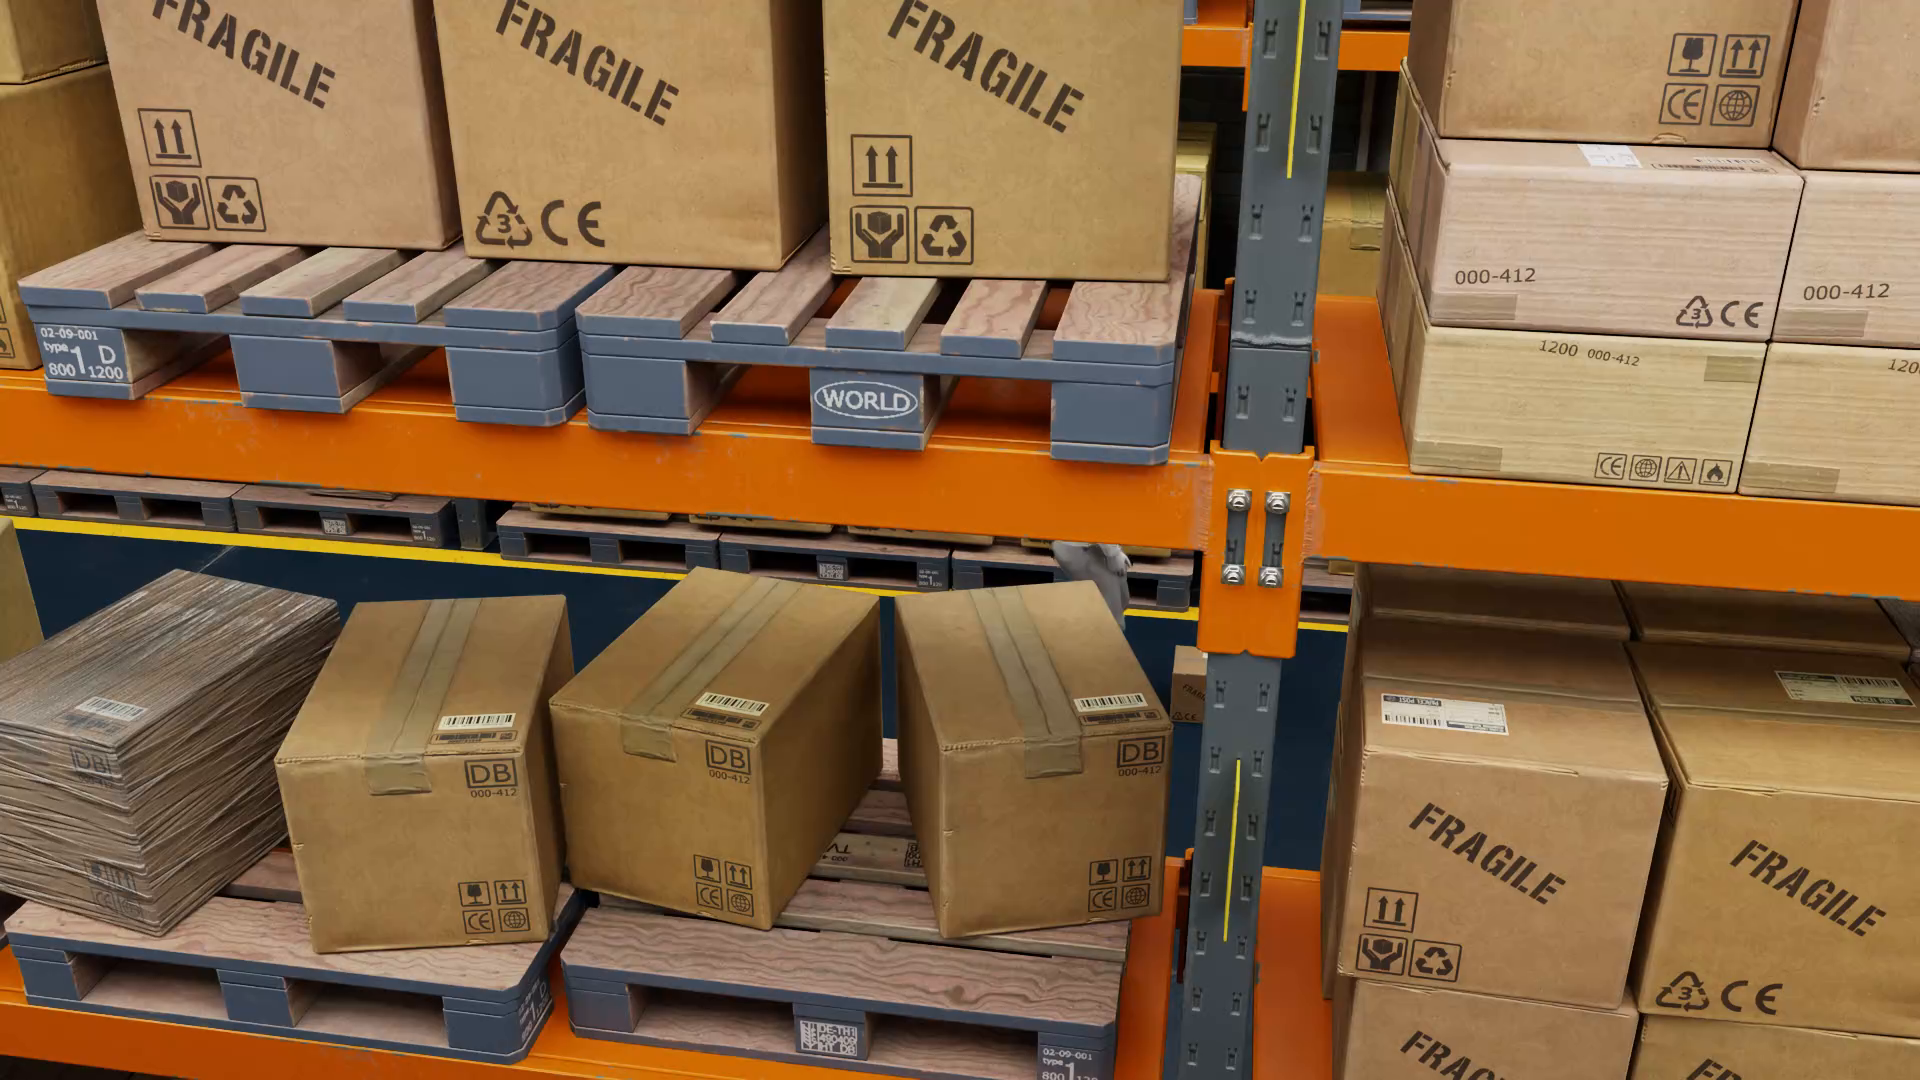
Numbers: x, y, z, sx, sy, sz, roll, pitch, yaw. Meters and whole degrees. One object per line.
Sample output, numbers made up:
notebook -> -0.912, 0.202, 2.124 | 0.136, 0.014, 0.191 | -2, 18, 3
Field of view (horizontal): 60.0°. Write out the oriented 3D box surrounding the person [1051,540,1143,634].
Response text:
person -> 0.617, -0.010, 7.201 | 0.465, 1.616, 0.504 | 4, 25, 9
